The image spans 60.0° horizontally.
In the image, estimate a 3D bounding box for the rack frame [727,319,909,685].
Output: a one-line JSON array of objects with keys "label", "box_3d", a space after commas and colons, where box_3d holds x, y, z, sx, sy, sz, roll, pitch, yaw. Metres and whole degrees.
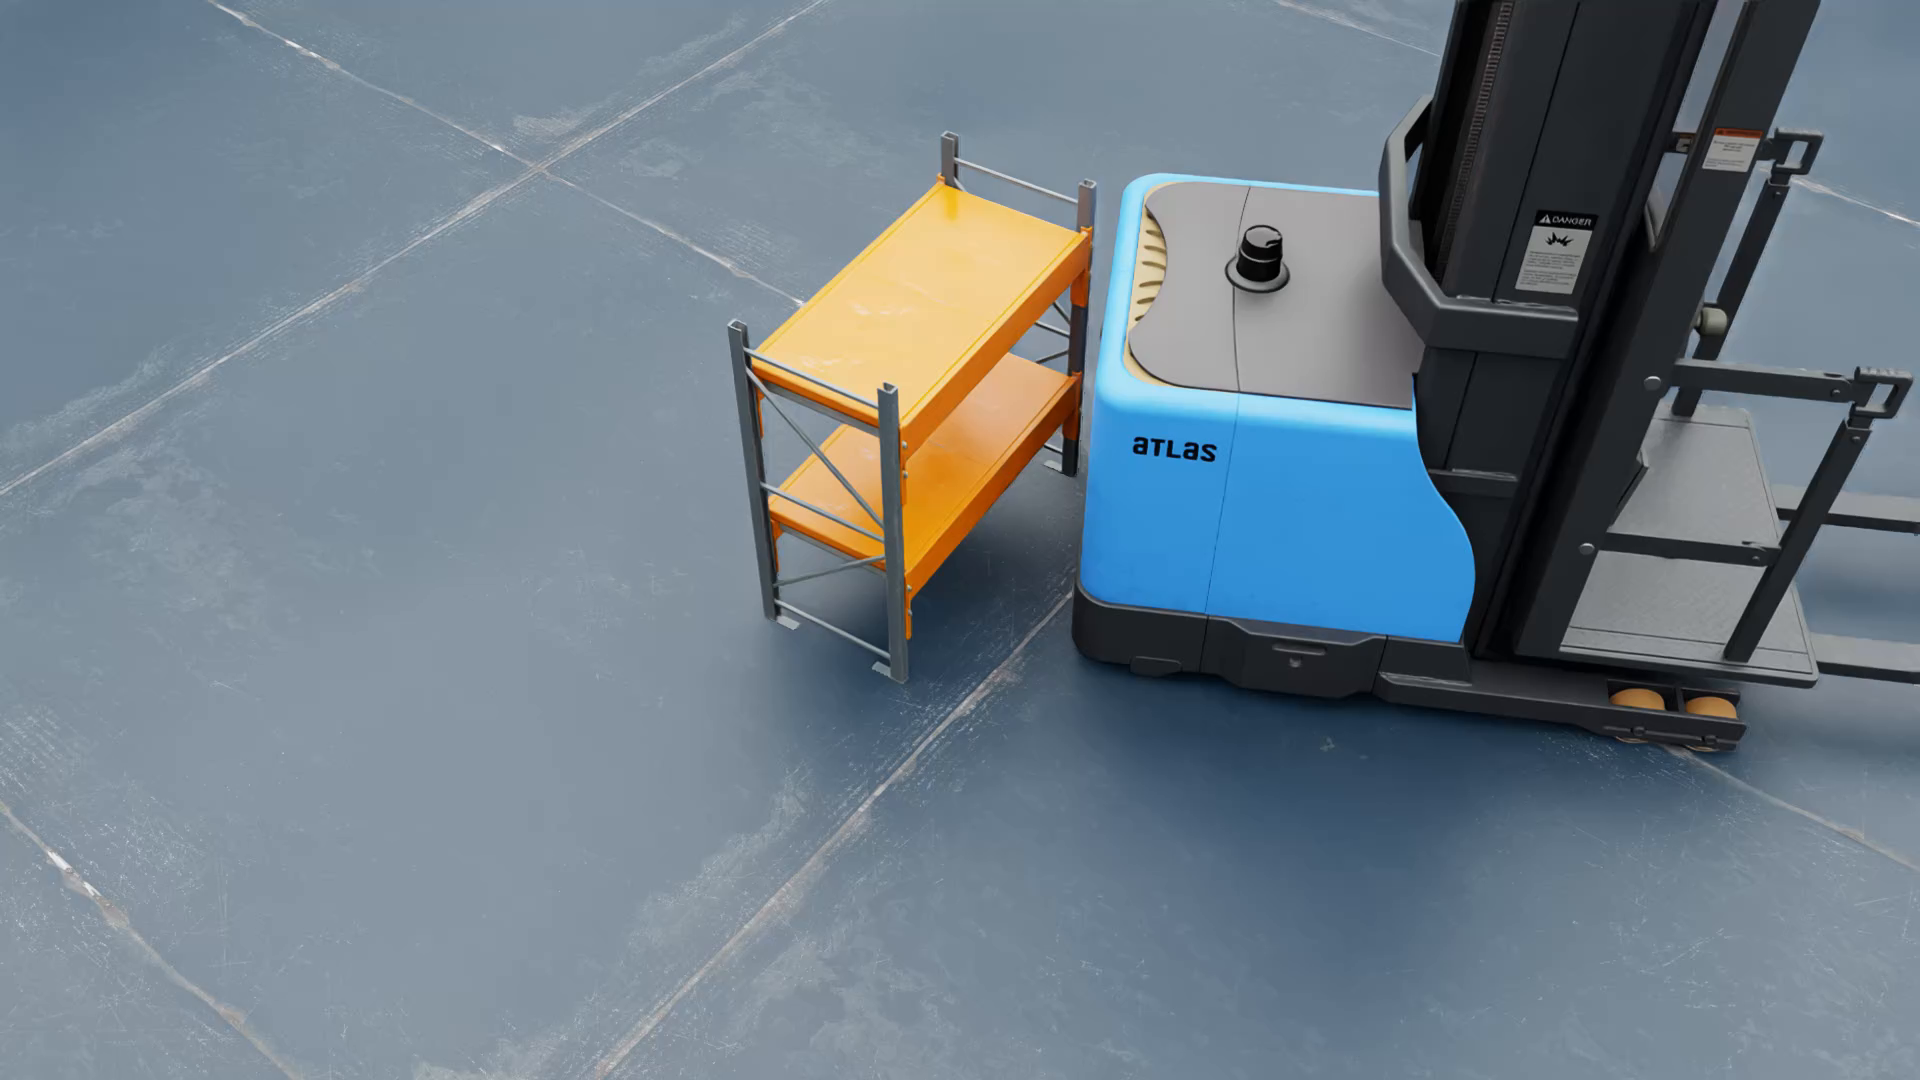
[{"label": "rack frame", "box_3d": [-0.371, -0.070, 4.539, 0.500, 1.125, 0.032, 24, 51, 21]}]

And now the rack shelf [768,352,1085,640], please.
[{"label": "rack shelf", "box_3d": [-0.103, -0.214, 5.015, 0.538, 0.278, 1.000, 24, 51, 21]}]

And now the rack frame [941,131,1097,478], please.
[{"label": "rack frame", "box_3d": [0.164, -0.696, 5.137, 0.500, 1.125, 0.032, 24, 51, 21]}]

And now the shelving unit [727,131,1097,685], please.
[{"label": "shelving unit", "box_3d": [-0.103, -0.383, 4.838, 0.538, 1.125, 1.048, 24, 51, 21]}]

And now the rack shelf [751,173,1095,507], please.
[{"label": "rack shelf", "box_3d": [-0.103, -0.585, 4.626, 0.538, 0.278, 1.000, 24, 51, 21]}]

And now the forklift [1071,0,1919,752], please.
[{"label": "forklift", "box_3d": [1.889, -0.832, 4.018, 3.031, 2.935, 1.130, 6, 47, 6]}]
